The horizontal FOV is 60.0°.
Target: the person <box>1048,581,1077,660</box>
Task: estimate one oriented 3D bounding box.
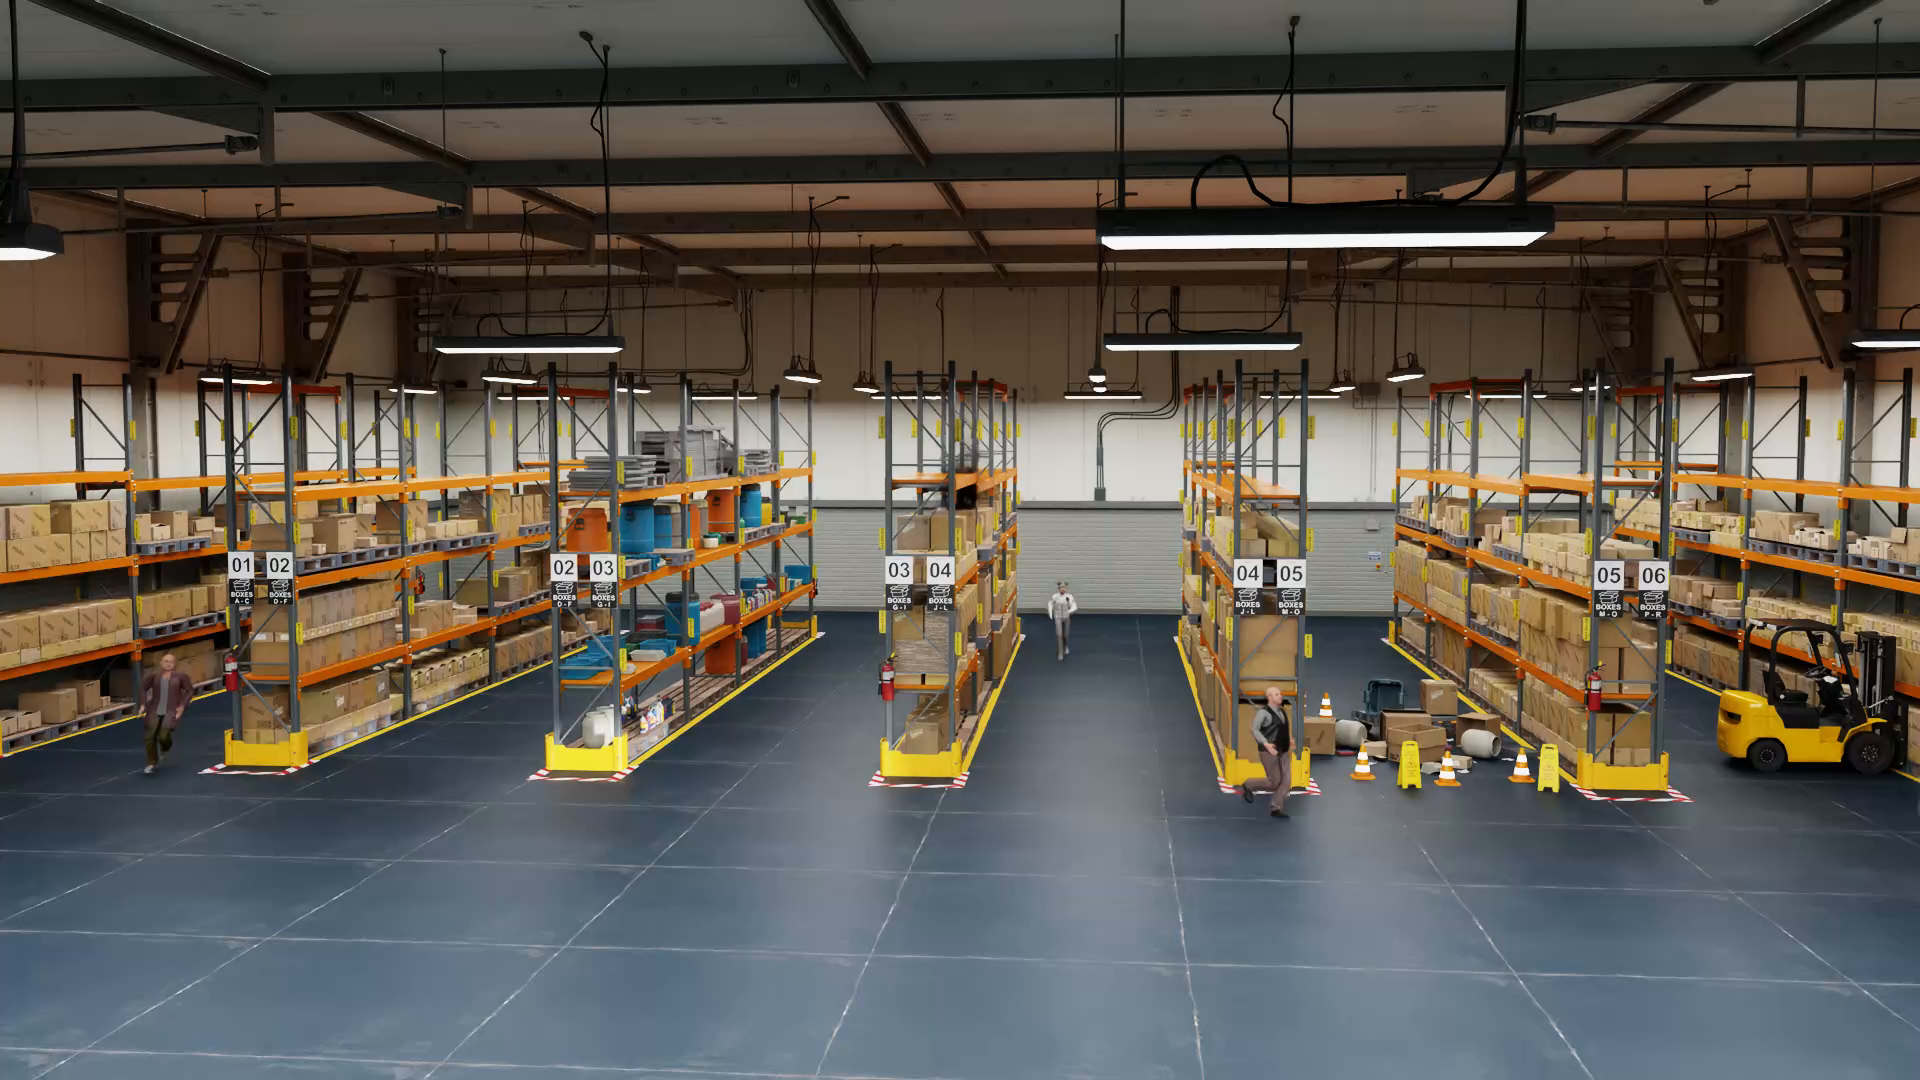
[{"bbox_3d":[2.254,1.752,36.615,0.631,1.706,0.816,0,4,3],"label":"person"}]

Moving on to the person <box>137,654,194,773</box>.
[{"bbox_3d":[-11.734,2.544,24.563,0.755,1.724,0.607,-1,4,-11],"label":"person"}]

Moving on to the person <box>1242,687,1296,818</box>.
[{"bbox_3d":[4.050,2.749,21.642,0.676,1.681,0.708,-3,5,-42],"label":"person"}]
